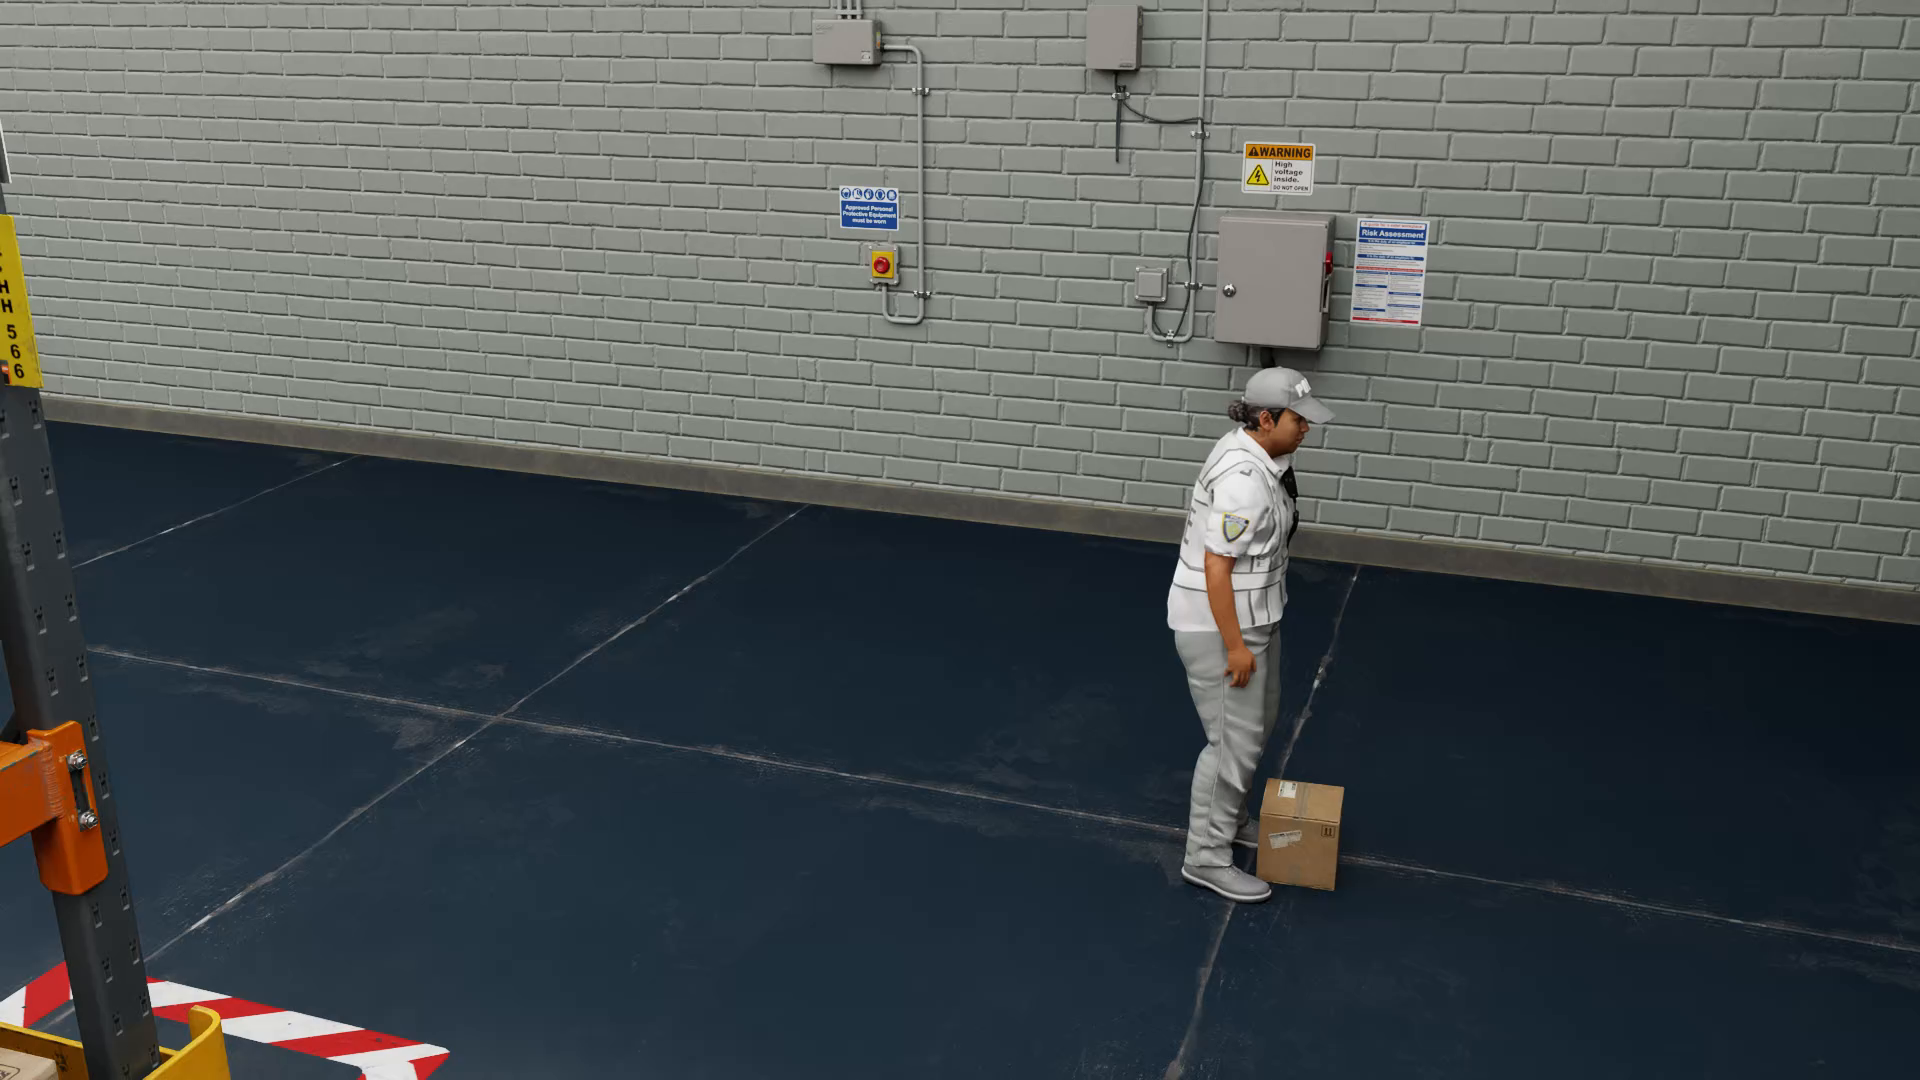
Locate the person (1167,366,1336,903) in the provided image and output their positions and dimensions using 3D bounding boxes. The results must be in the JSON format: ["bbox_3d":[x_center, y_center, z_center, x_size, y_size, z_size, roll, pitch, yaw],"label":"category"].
[{"bbox_3d":[0.899,0.271,5.256,0.465,1.666,0.538,7,20,19],"label":"person"}]
